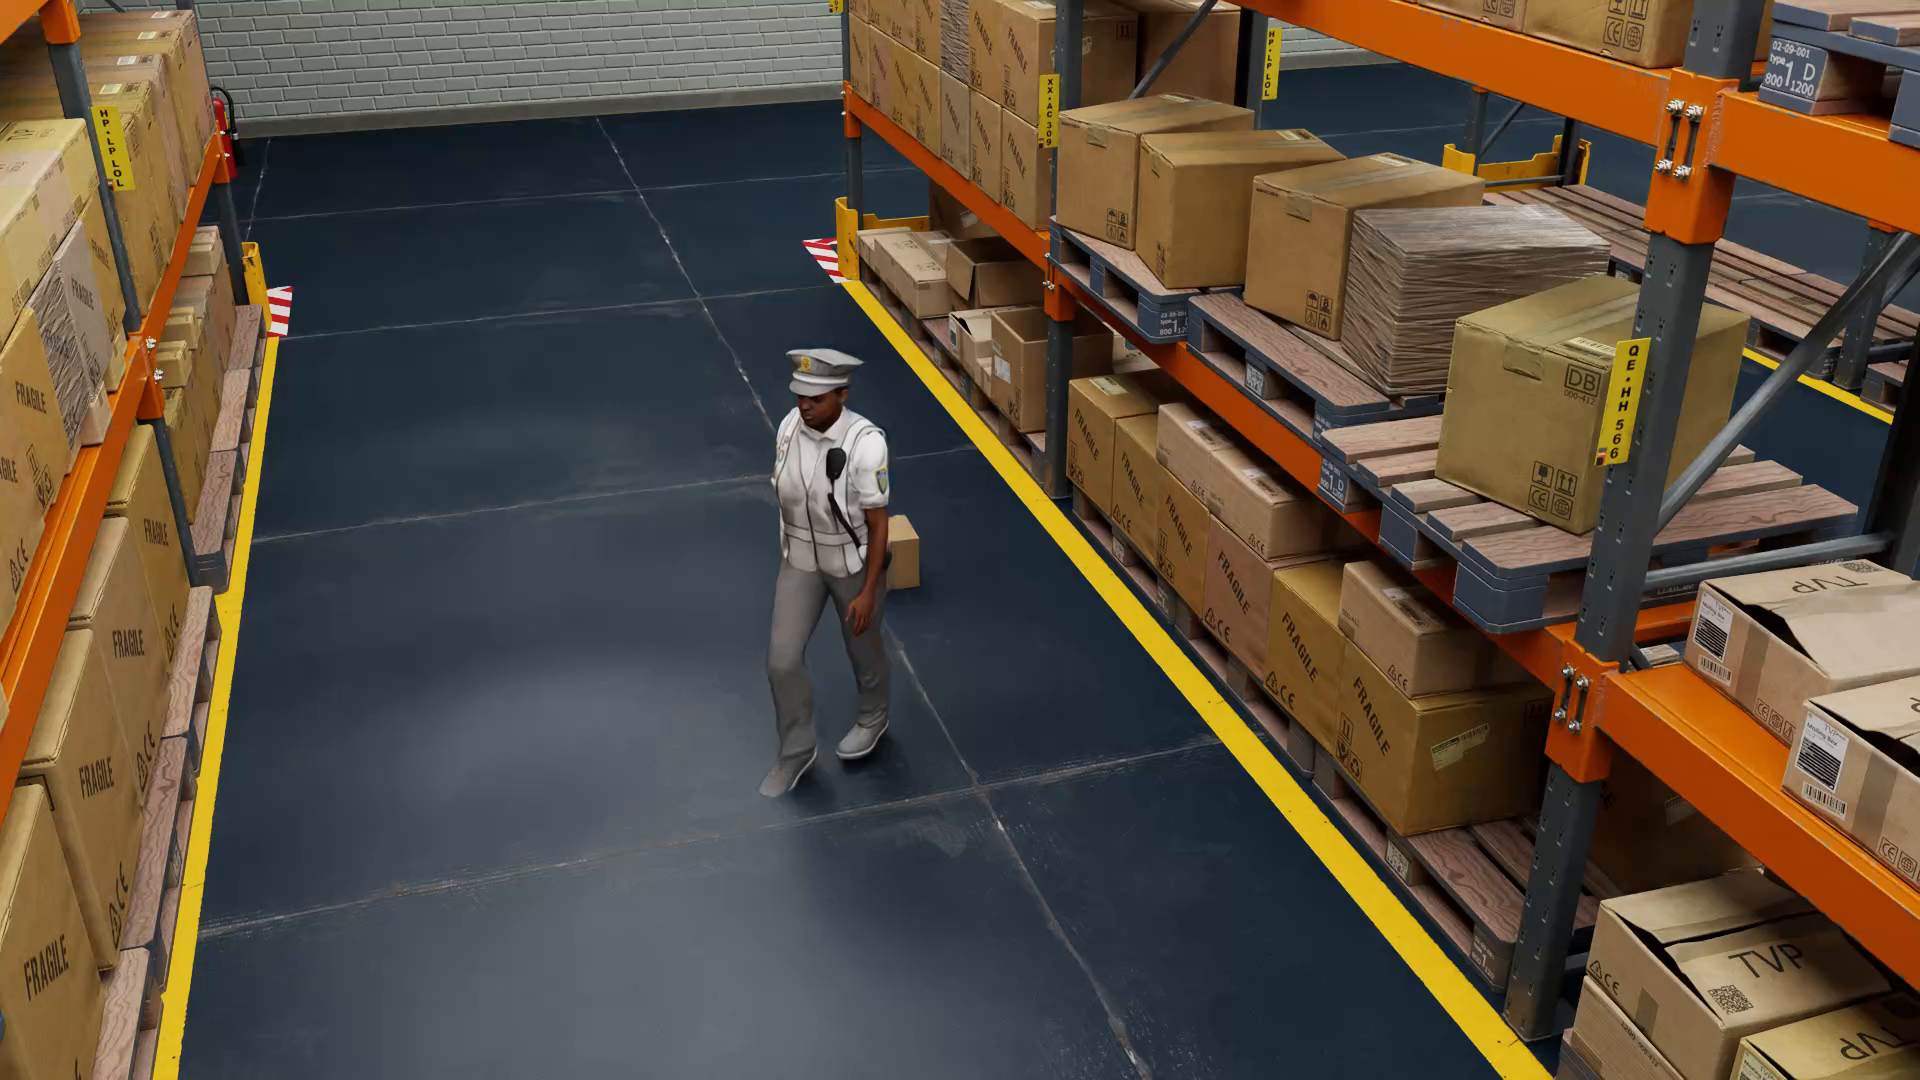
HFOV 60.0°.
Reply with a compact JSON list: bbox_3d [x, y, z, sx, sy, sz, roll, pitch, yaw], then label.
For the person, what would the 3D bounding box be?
[{"bbox_3d":[-0.441,0.125,5.886,0.469,1.744,0.568,11,28,20],"label":"person"}]
